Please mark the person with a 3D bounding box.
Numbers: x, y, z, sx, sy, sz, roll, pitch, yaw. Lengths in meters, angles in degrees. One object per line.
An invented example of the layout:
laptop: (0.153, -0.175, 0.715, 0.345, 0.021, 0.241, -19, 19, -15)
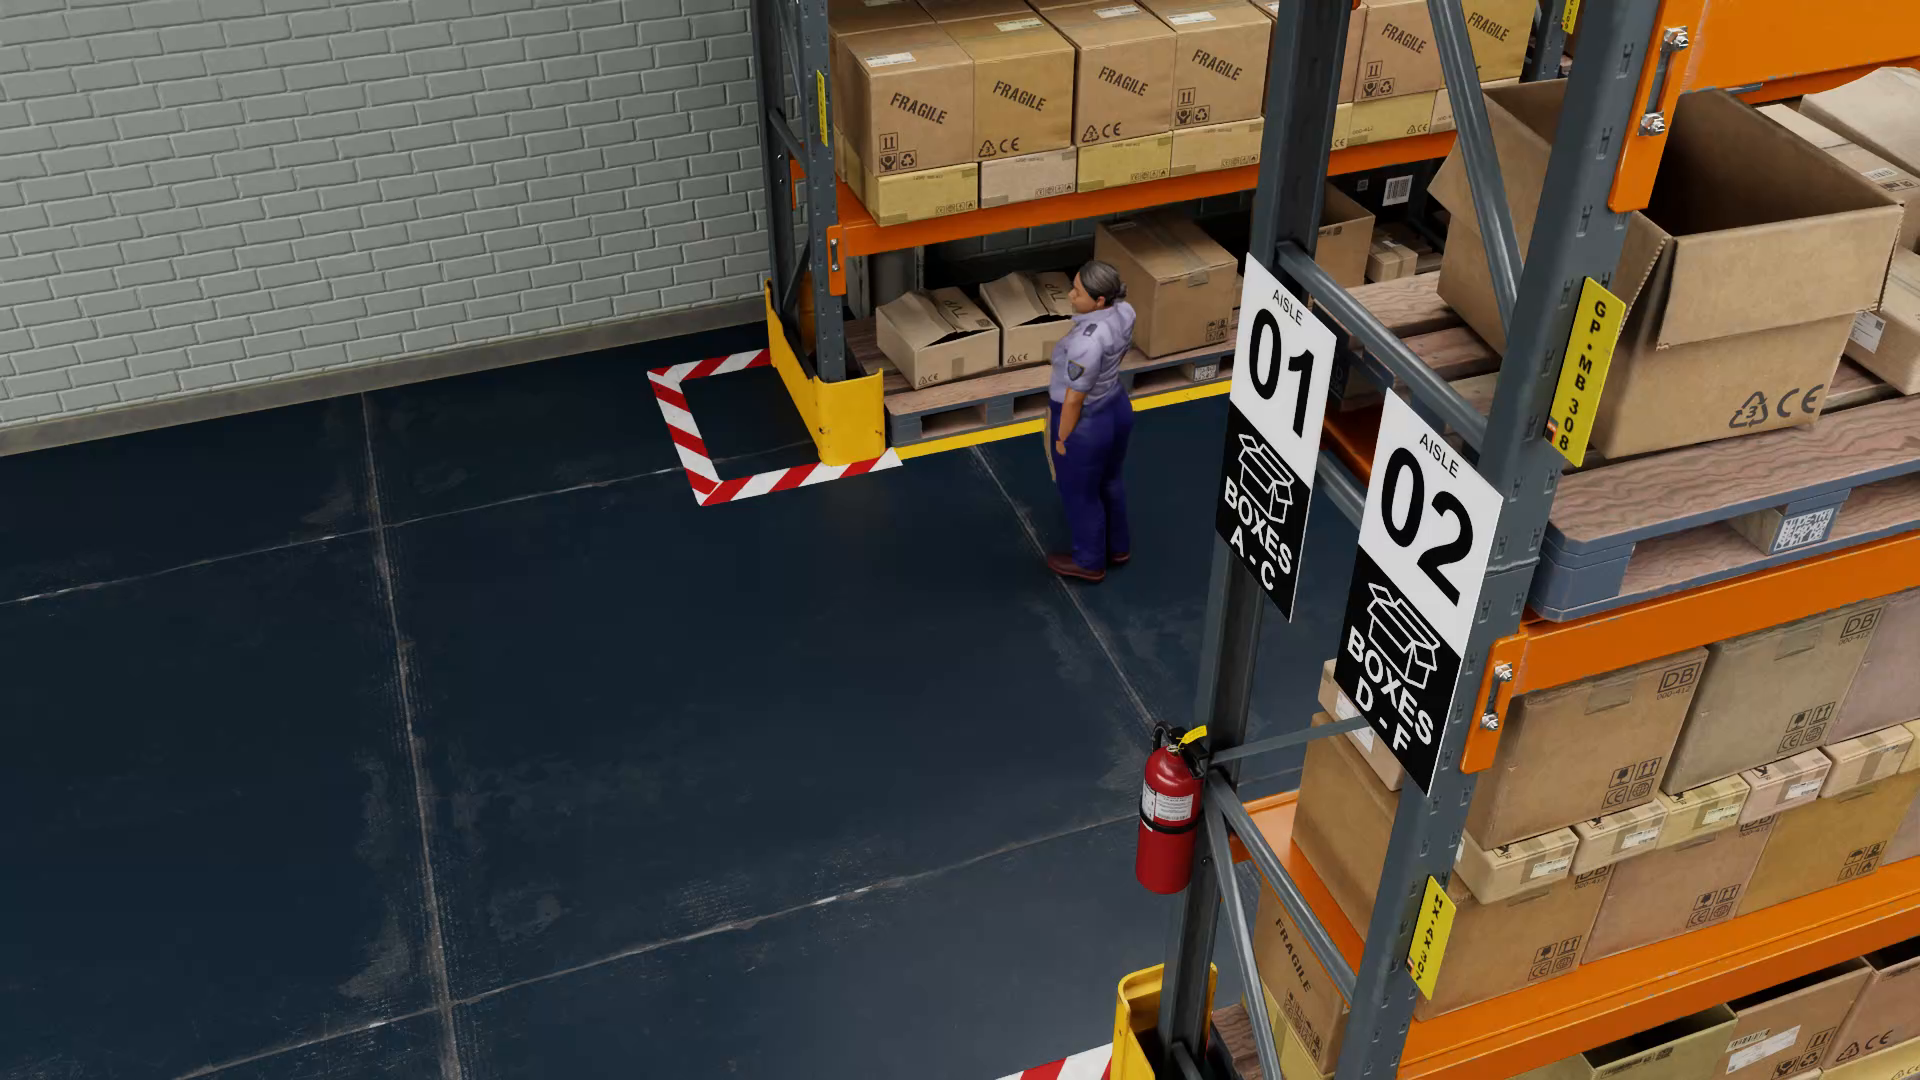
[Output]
person: (0.605, -0.549, 7.478, 0.369, 1.656, 0.613, 23, 43, 26)
